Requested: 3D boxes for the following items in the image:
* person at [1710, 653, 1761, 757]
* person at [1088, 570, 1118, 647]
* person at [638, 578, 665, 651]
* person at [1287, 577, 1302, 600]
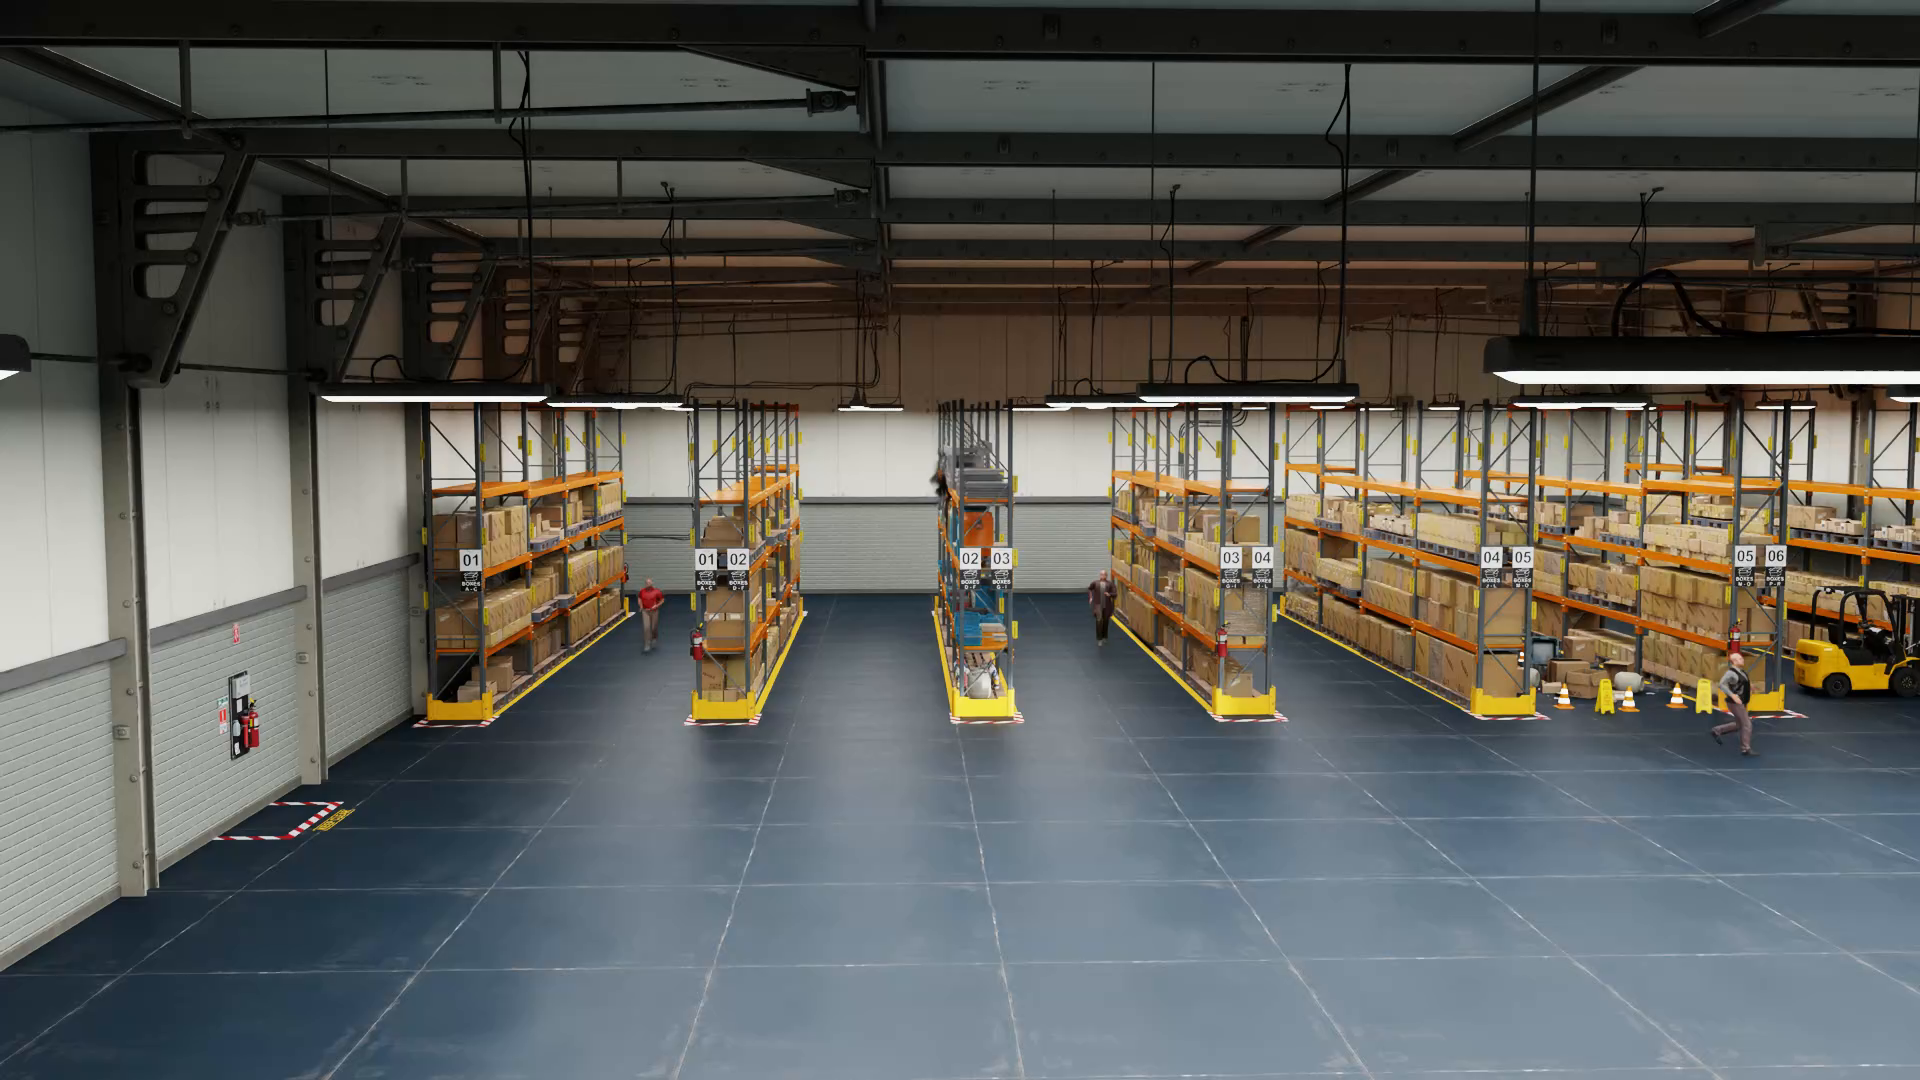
[{"bbox_3d":[13.045,2.751,27.964,0.875,1.697,0.669,4,6,44],"label":"person"},{"bbox_3d":[3.392,1.650,39.480,0.684,1.706,0.915,0,4,0],"label":"person"},{"bbox_3d":[-7.472,1.788,40.221,0.653,1.721,0.873,0,4,-2],"label":"person"},{"bbox_3d":[9.881,1.178,48.907,0.874,1.730,0.617,-1,4,-10],"label":"person"}]
